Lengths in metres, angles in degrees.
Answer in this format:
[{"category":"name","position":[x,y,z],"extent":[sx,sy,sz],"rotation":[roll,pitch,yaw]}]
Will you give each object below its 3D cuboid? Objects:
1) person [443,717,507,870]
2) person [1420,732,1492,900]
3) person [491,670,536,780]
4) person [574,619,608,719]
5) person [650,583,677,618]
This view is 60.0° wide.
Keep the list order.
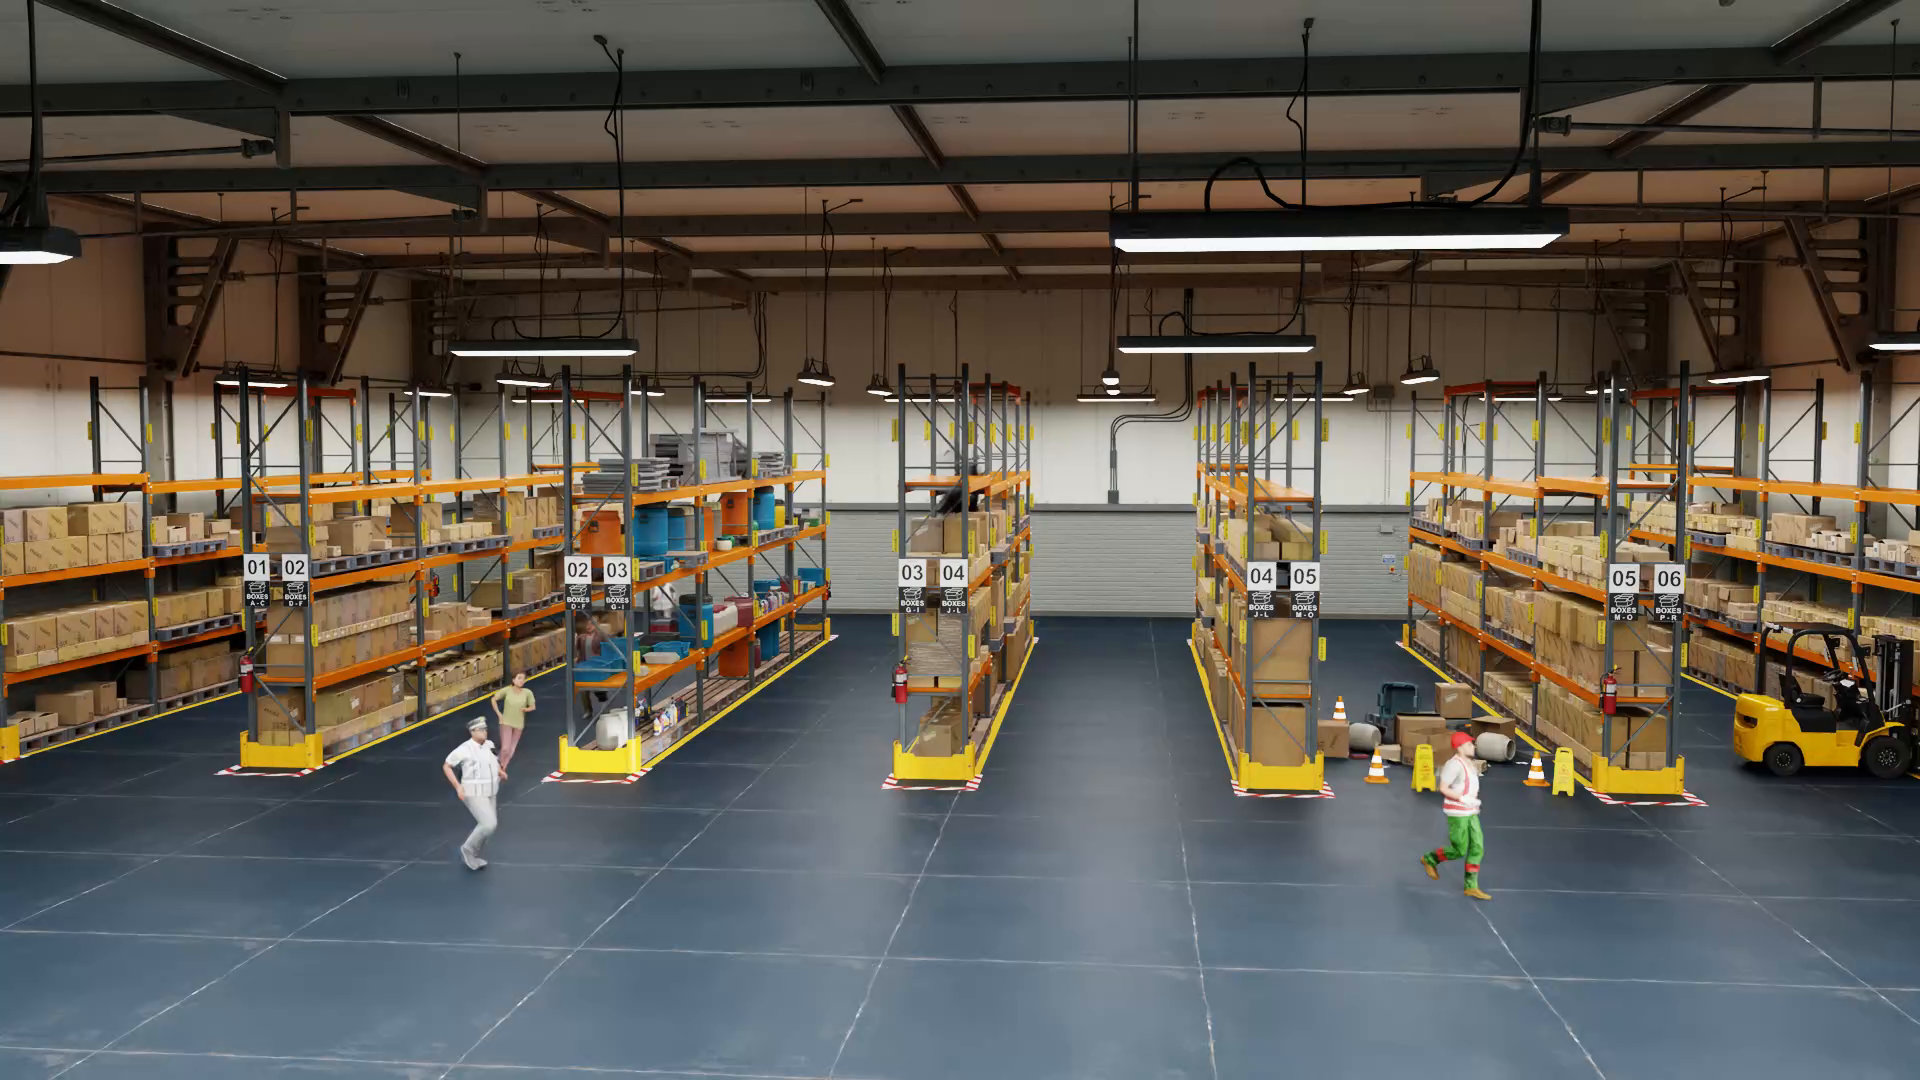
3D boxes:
[{"category":"person","position":[-5.471,2.898,19.051],"extent":[0.659,1.748,0.647],"rotation":[2,4,24]},{"category":"person","position":[5.379,2.967,18.027],"extent":[0.816,1.781,0.646],"rotation":[3,5,41]},{"category":"person","position":[-6.409,2.674,23.785],"extent":[0.667,1.646,0.653],"rotation":[-2,4,-30]},{"category":"person","position":[-6.487,2.255,29.274],"extent":[0.715,1.733,0.813],"rotation":[0,4,6]},{"category":"person","position":[-6.924,1.618,38.626],"extent":[0.655,1.807,0.881],"rotation":[0,4,-1]}]
